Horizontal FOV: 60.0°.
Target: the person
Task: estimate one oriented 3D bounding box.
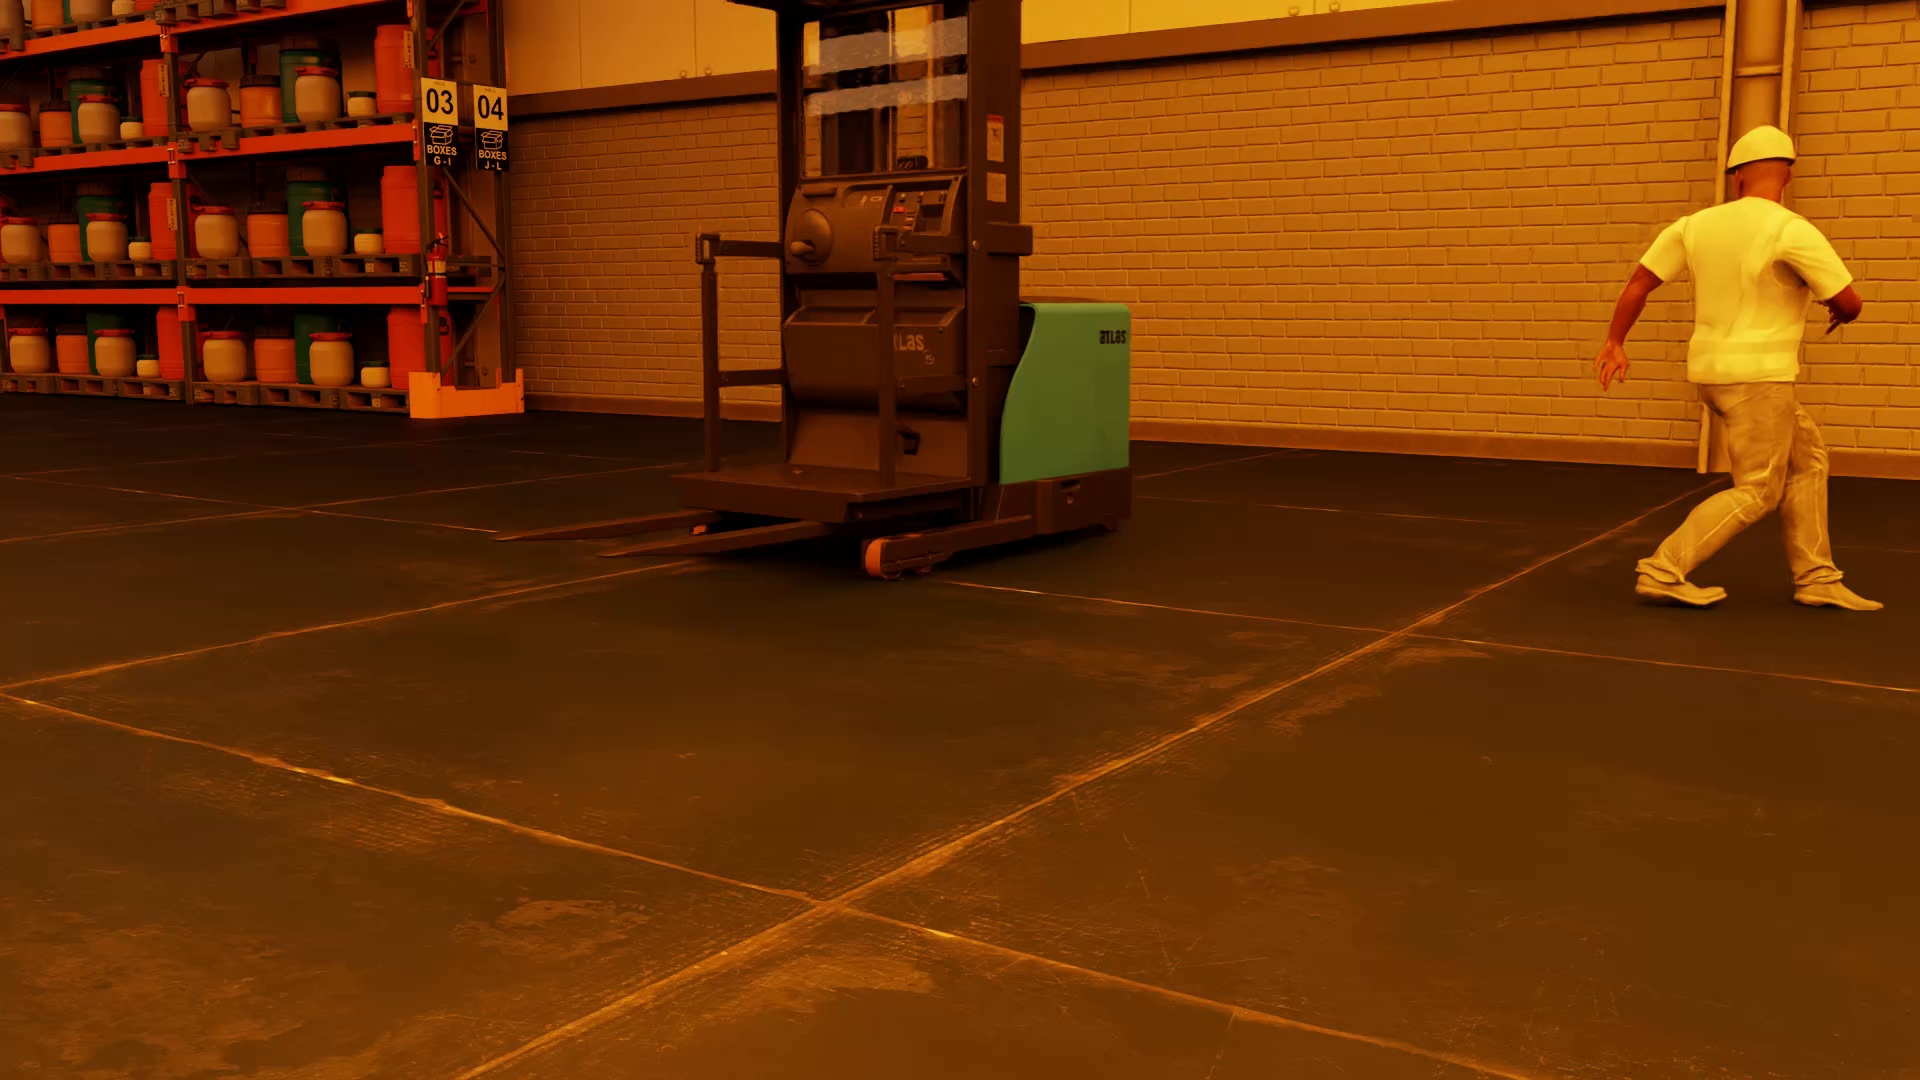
[{"bbox_3d":[2.796,-0.586,5.852,0.987,1.704,0.582,0,8,1],"label":"person"}]

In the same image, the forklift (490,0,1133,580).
[{"bbox_3d":[-0.503,-1.372,6.840,1.130,2.935,3.031,6,10,38],"label":"forklift"}]
